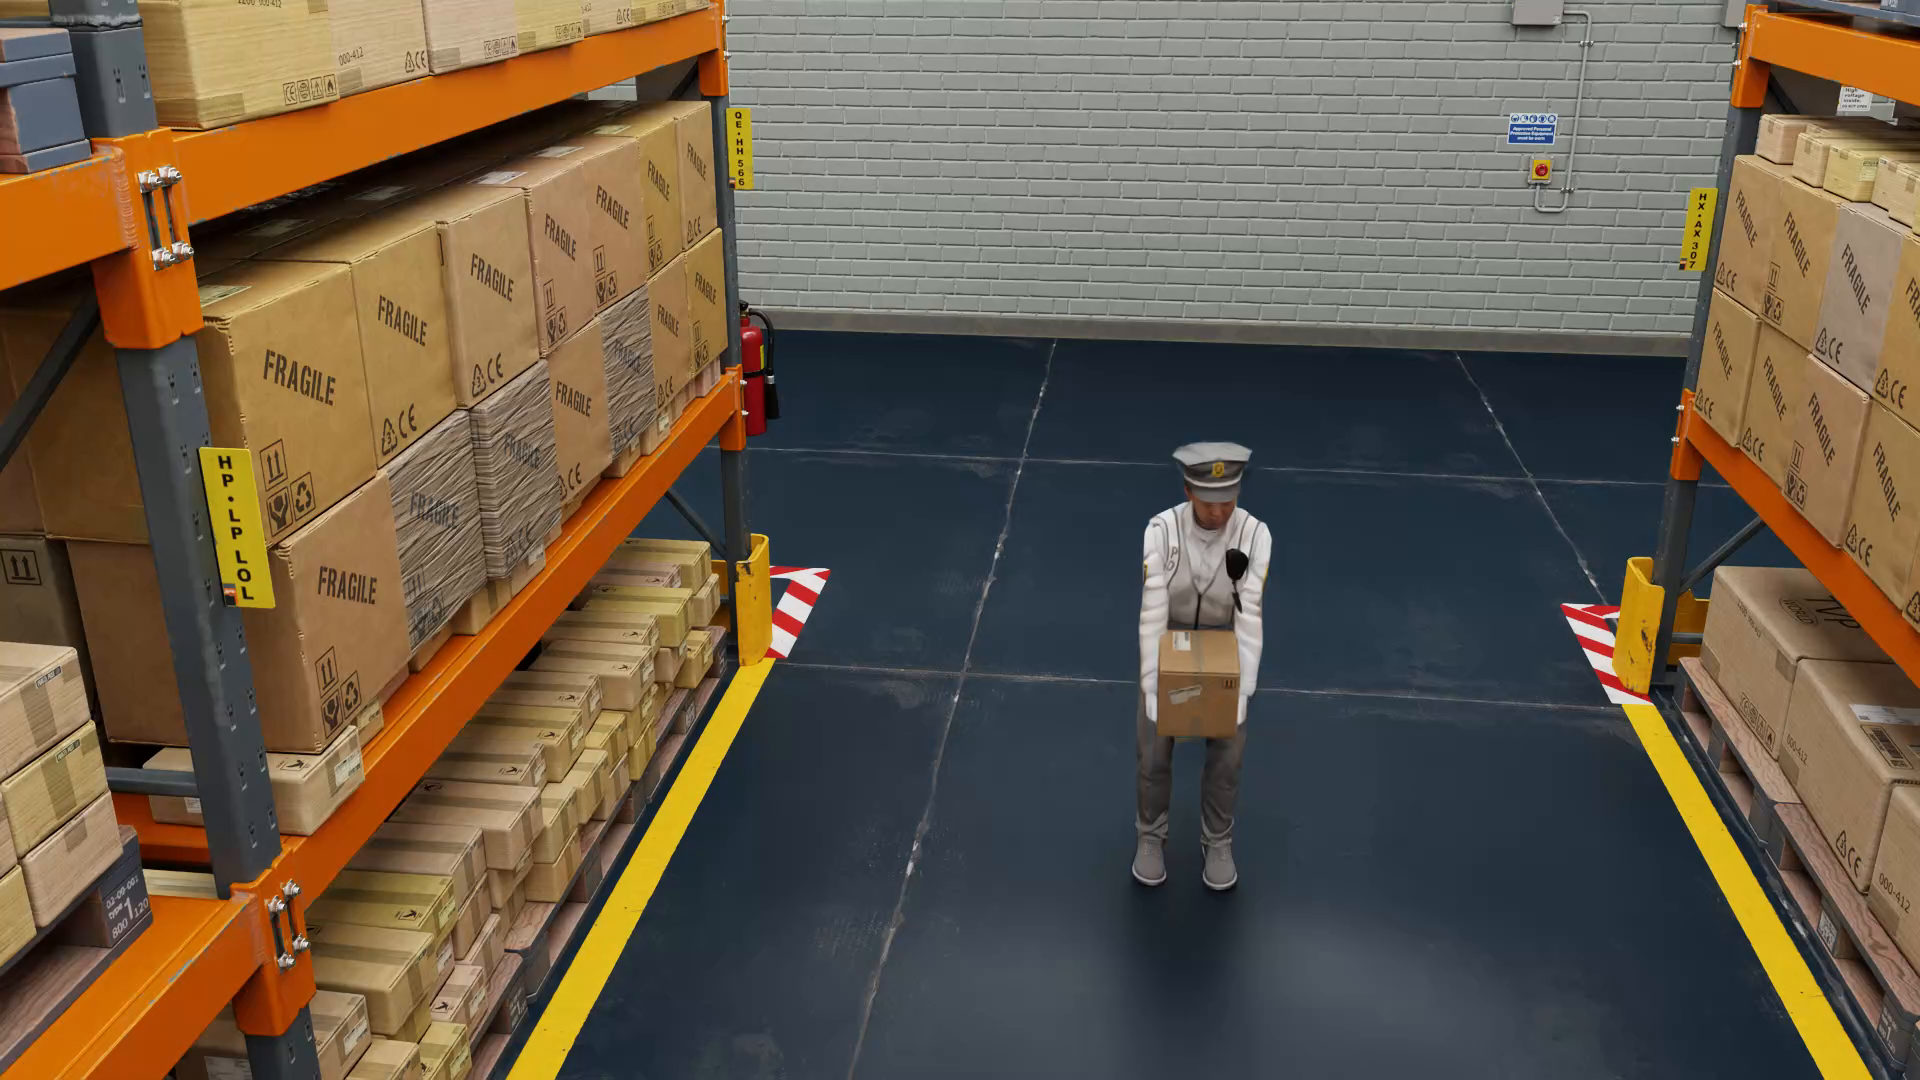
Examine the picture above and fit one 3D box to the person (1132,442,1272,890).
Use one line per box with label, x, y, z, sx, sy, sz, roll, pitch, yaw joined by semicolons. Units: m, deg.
person;0.796;0.433;5.532;0.412;1.630;0.560;2;21;5
